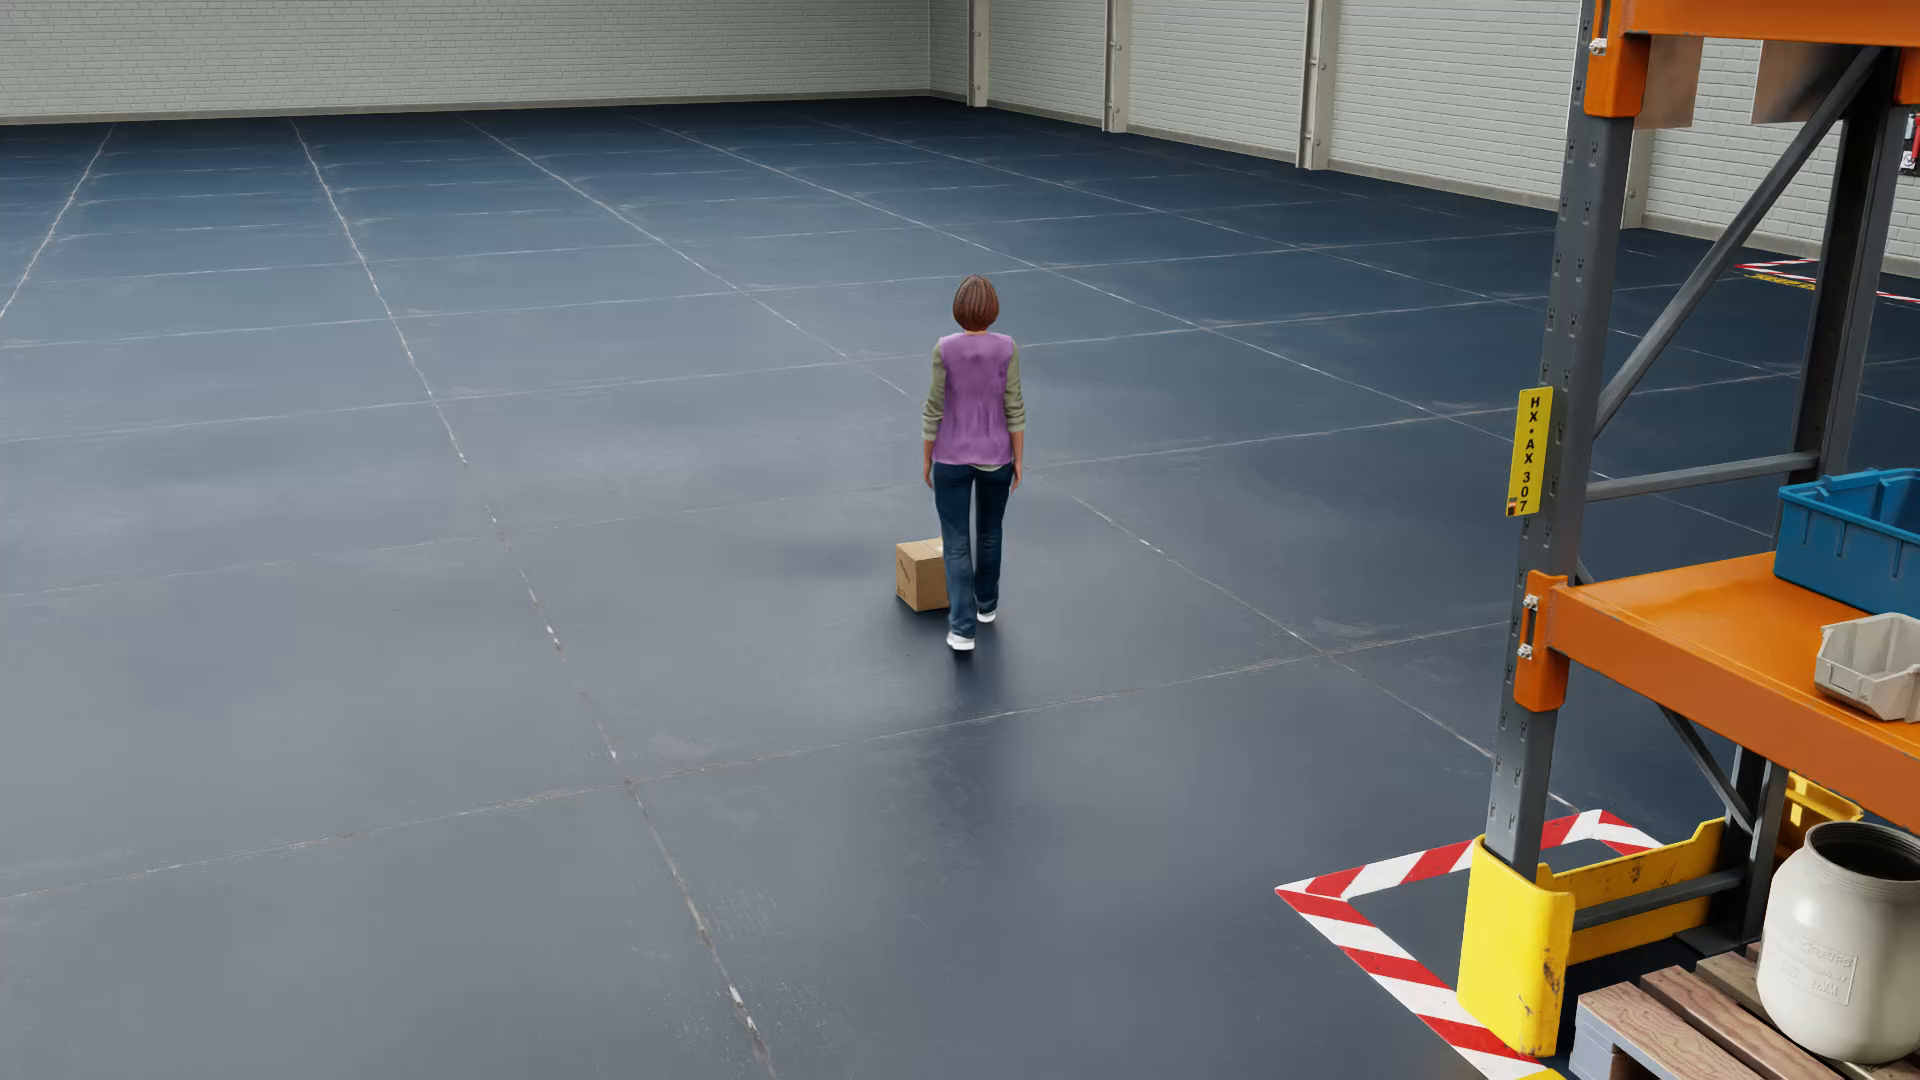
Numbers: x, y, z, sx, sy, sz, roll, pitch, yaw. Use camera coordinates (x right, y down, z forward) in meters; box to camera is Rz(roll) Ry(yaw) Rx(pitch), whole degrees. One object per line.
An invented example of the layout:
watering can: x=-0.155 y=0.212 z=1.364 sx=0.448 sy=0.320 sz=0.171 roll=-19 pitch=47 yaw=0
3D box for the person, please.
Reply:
person: x=0.043 y=-0.349 z=7.070 sx=0.427 sy=1.594 sz=0.660 roll=-3 pitch=19 yaw=-8
